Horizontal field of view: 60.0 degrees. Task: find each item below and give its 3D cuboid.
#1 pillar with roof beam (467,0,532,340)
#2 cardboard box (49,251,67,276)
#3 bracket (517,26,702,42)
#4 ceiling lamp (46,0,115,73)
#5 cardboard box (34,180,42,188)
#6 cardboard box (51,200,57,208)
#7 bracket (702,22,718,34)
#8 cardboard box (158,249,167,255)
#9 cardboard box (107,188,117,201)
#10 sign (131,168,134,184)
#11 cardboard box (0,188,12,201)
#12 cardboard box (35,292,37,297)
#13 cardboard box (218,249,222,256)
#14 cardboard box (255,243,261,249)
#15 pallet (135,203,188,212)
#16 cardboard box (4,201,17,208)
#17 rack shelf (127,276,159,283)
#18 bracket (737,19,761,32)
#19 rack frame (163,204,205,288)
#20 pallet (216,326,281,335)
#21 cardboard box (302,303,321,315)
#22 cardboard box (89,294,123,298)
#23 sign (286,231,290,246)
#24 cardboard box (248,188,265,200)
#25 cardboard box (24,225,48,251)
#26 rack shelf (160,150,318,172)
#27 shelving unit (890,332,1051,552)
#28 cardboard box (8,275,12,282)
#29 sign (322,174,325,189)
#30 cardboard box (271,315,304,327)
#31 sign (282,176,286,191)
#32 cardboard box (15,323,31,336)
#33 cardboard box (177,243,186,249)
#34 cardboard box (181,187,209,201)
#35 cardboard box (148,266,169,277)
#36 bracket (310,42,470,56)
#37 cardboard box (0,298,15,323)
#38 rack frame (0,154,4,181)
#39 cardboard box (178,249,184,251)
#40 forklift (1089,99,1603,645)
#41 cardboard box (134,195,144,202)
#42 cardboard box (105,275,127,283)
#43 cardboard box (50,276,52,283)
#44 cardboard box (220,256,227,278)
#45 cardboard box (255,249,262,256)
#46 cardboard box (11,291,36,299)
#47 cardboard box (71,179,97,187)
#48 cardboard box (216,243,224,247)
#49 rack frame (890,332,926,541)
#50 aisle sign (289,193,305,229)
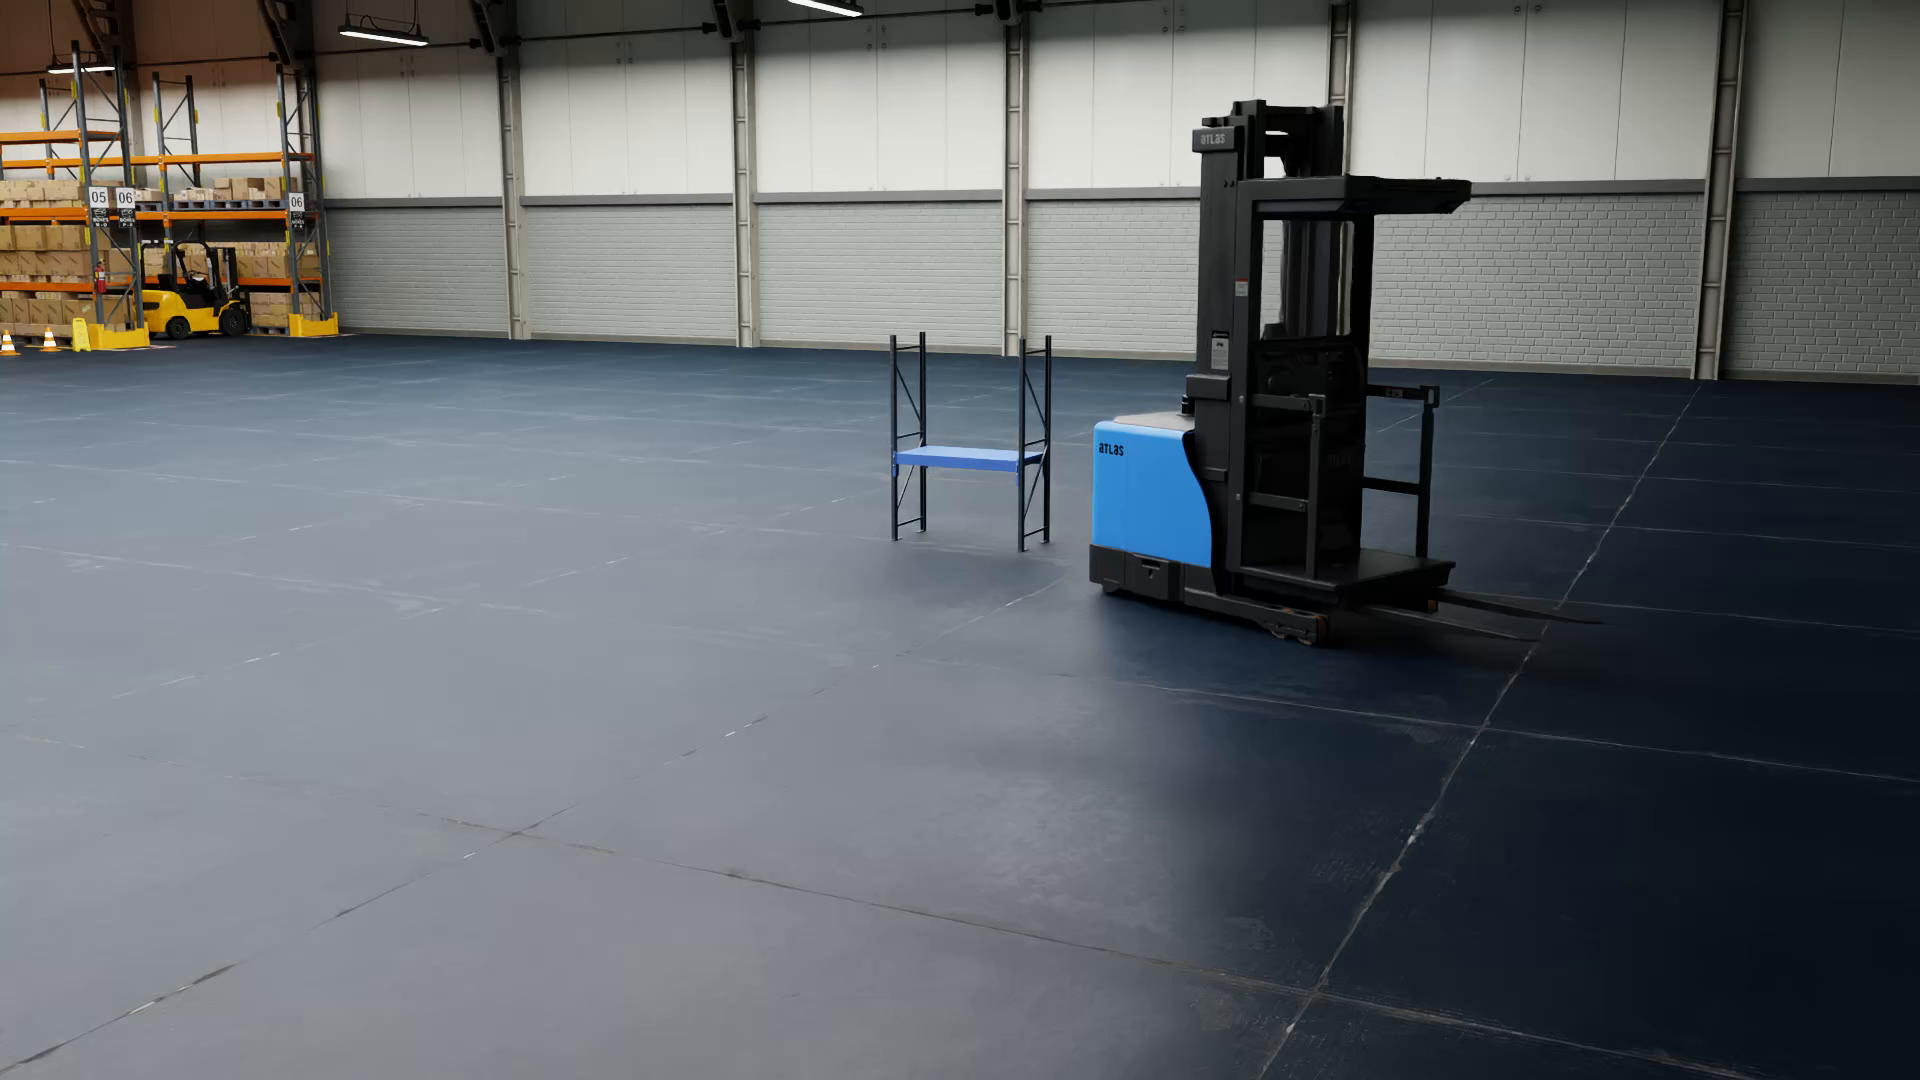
[{"bbox_3d":[-11.632,-8.186,32.193,0.548,9.000,9.100,5,11,26],"label":"pillar with roof beam"},{"bbox_3d":[-18.131,-5.637,33.839,0.500,0.500,0.500,5,11,26],"label":"cardboard box"},{"bbox_3d":[-7.187,-10.351,34.049,4.783,0.066,0.076,5,11,26],"label":"bracket"},{"bbox_3d":[-19.318,-11.973,36.728,2.000,3.185,0.800,5,11,26],"label":"ceiling lamp"},{"bbox_3d":[-18.605,-7.244,33.876,0.250,0.149,0.380,5,11,24],"label":"cardboard box"},{"bbox_3d":[-18.178,-6.810,33.717,0.250,0.149,0.380,5,11,26],"label":"cardboard box"},{"bbox_3d":[-4.876,-10.148,32.927,0.430,0.232,0.235,5,11,26],"label":"bracket"},{"bbox_3d":[-18.874,-6.871,39.668,0.250,0.149,0.380,5,12,28],"label":"cardboard box"},{"bbox_3d":[-17.409,-7.033,33.832,0.500,0.250,0.500,5,11,25],"label":"cardboard box"},{"bbox_3d":[-16.836,-7.395,33.793,0.005,0.325,0.100,5,11,26],"label":"sign"},{"bbox_3d":[-19.479,-7.107,34.241,0.500,0.250,0.500,5,11,26],"label":"cardboard box"},{"bbox_3d":[-23.087,-6.165,41.888,0.250,0.149,0.380,5,11,24],"label":"cardboard box"},{"bbox_3d":[-17.165,-6.707,38.762,0.250,0.149,0.380,5,11,24],"label":"cardboard box"},{"bbox_3d":[-15.969,-6.767,38.261,0.250,0.149,0.380,5,11,26],"label":"cardboard box"},{"bbox_3d":[-19.267,-7.960,39.905,1.217,0.209,0.805,5,11,24],"label":"pallet"},{"bbox_3d":[-19.374,-6.891,34.165,0.250,0.149,0.380,5,11,25],"label":"cardboard box"},{"bbox_3d":[-20.263,-6.314,40.717,4.000,0.370,1.077,5,11,26],"label":"rack shelf"},{"bbox_3d":[-4.132,-10.083,32.565,0.430,0.232,0.235,5,11,26],"label":"bracket"},{"bbox_3d":[-18.470,-6.511,39.782,0.127,3.000,1.000,5,11,26],"label":"rack frame"},{"bbox_3d":[-16.677,-4.973,39.117,1.213,0.211,1.003,5,11,26],"label":"pallet"},{"bbox_3d":[-15.212,-5.365,38.591,0.500,0.250,0.500,5,12,27],"label":"cardboard box"},{"bbox_3d":[-20.914,-5.763,41.137,0.625,0.625,0.875,5,12,28],"label":"cardboard box"},{"bbox_3d":[-15.135,-6.796,37.443,0.005,0.325,0.100,5,11,26],"label":"sign"},{"bbox_3d":[-15.988,-7.898,37.942,0.258,0.266,0.396,5,11,26],"label":"cardboard box"},{"bbox_3d":[-18.584,-6.160,33.922,0.500,0.500,0.700,5,11,25],"label":"cardboard box"},{"bbox_3d":[-16.676,-8.754,38.477,4.000,0.370,1.077,5,11,26],"label":"rack shelf"},{"bbox_3d":[0.077,-0.731,12.060,1.048,1.500,0.538,5,11,26],"label":"shelving unit"},{"bbox_3d":[-19.562,-5.449,34.623,0.250,0.149,0.380,5,11,26],"label":"cardboard box"},{"bbox_3d":[-14.632,-8.229,38.176,0.005,0.325,0.100,5,11,26],"label":"sign"},{"bbox_3d":[-15.444,-5.036,38.174,0.500,0.250,0.500,5,11,26],"label":"cardboard box"},{"bbox_3d":[-15.135,-7.983,37.229,0.005,0.325,0.100,5,11,26],"label":"sign"},{"bbox_3d":[-19.292,-4.400,34.661,0.500,0.250,0.500,5,11,25],"label":"cardboard box"},{"bbox_3d":[-18.315,-6.953,39.288,0.250,0.149,0.380,5,12,27],"label":"cardboard box"},{"bbox_3d":[-17.832,-8.094,38.899,0.500,0.311,0.500,5,12,27],"label":"cardboard box"},{"bbox_3d":[-19.038,-6.435,39.784,0.500,0.250,0.500,5,12,27],"label":"cardboard box"},{"bbox_3d":[-12.567,-10.824,36.661,4.783,0.066,0.076,5,11,26],"label":"bracket"},{"bbox_3d":[-19.768,-4.810,34.823,0.500,0.500,0.500,6,12,28],"label":"cardboard box"},{"bbox_3d":[-20.663,-8.670,34.866,0.127,3.000,1.000,5,11,26],"label":"rack frame"},{"bbox_3d":[-18.300,-6.812,39.344,0.250,0.149,0.380,5,11,25],"label":"cardboard box"},{"bbox_3d":[2.130,-0.971,9.365,1.130,2.935,3.031,-8,13,-38],"label":"forklift"},{"bbox_3d":[-19.590,-8.157,39.702,0.250,0.149,0.380,5,11,26],"label":"cardboard box"},{"bbox_3d":[-17.289,-5.339,34.012,0.250,0.149,0.380,5,11,26],"label":"cardboard box"},{"bbox_3d":[-18.414,-5.358,34.119,0.250,0.149,0.380,5,11,27],"label":"cardboard box"},{"bbox_3d":[-16.817,-6.362,38.680,0.500,0.500,0.500,5,11,26],"label":"cardboard box"},{"bbox_3d":[-15.983,-6.614,38.247,0.250,0.149,0.380,5,11,25],"label":"cardboard box"},{"bbox_3d":[-19.463,-5.090,34.544,0.250,0.149,0.380,6,12,29],"label":"cardboard box"},{"bbox_3d":[-17.510,-7.127,33.230,0.250,0.149,0.380,5,11,26],"label":"cardboard box"},{"bbox_3d":[-17.125,-6.864,38.797,0.250,0.149,0.380,5,11,26],"label":"cardboard box"},{"bbox_3d":[-0.379,-0.771,12.281,0.032,1.500,0.500,5,11,26],"label":"rack frame"},{"bbox_3d":[-14.954,-7.423,37.521,0.004,0.787,0.394,5,11,26],"label":"aisle sign"}]
